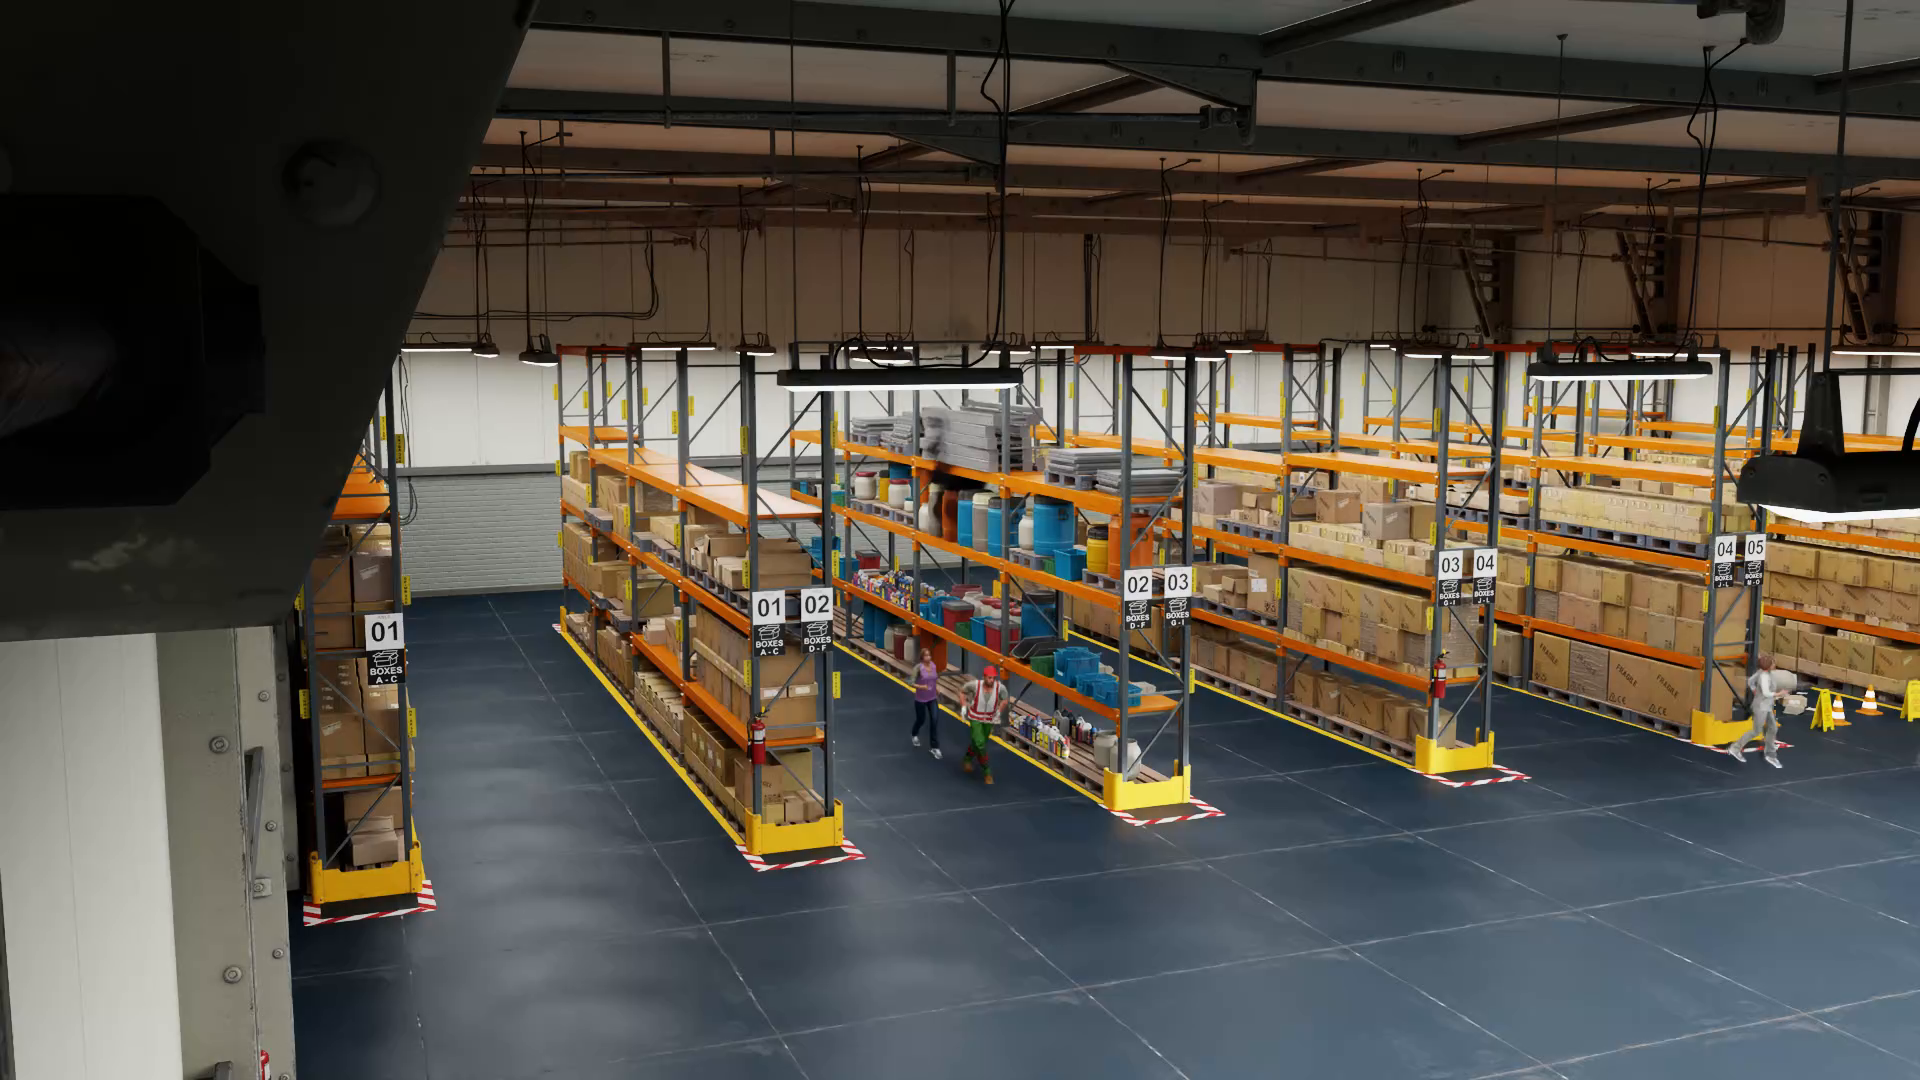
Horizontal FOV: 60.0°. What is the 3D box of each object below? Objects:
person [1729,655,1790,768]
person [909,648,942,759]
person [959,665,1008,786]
[{"bbox_3d":[11.593,2.481,24.103,0.743,1.648,0.566,4,8,28],"label":"person"},{"bbox_3d":[-0.525,2.386,24.731,0.542,1.607,0.873,-3,8,-24],"label":"person"},{"bbox_3d":[0.307,2.548,23.432,0.673,1.714,0.987,-2,7,-14],"label":"person"}]
